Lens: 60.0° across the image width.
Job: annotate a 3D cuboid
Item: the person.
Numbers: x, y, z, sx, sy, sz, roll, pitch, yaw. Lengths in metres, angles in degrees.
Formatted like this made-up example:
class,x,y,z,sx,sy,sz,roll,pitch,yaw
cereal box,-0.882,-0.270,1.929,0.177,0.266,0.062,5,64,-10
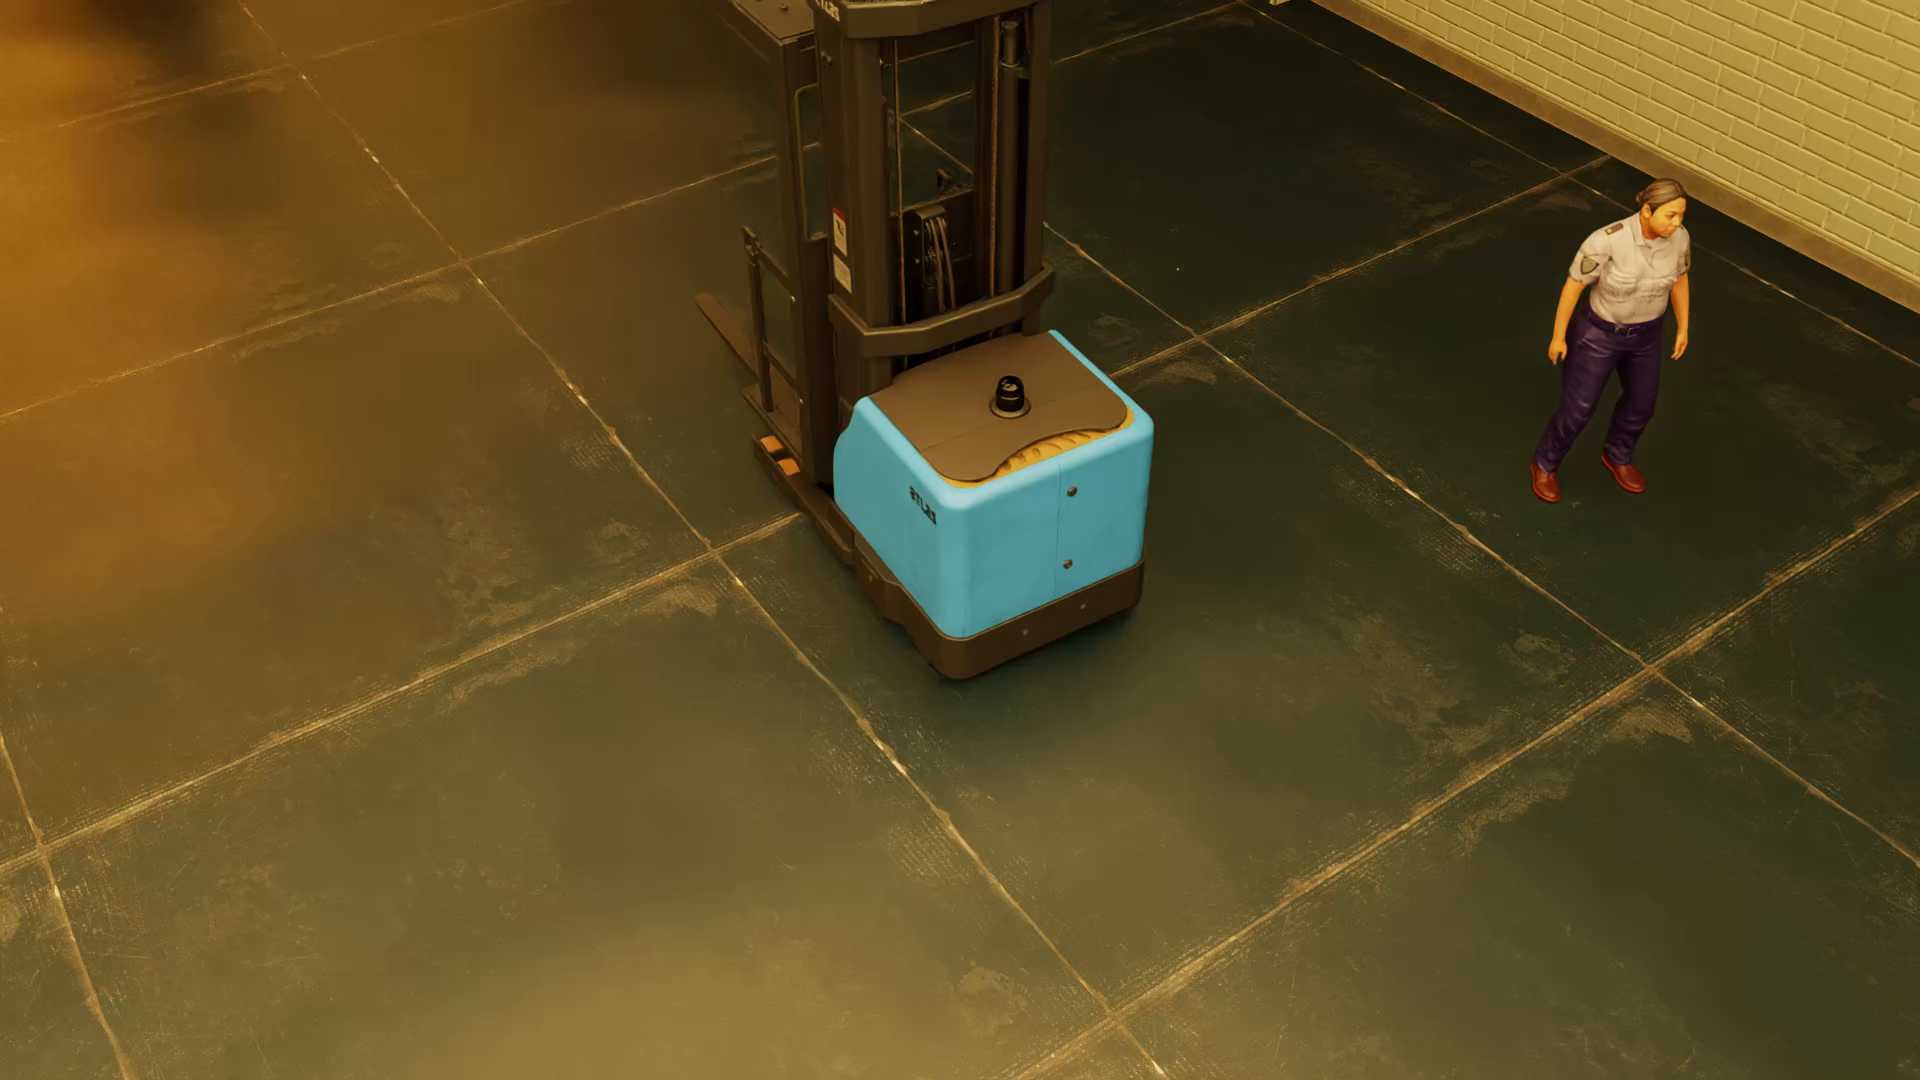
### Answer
class,x,y,z,sx,sy,sz,roll,pitch,yaw
person,3.045,-0.927,7.674,0.636,1.644,0.394,-7,43,-7

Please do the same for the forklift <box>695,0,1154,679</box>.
class,x,y,z,sx,sy,sz,roll,pitch,yaw
forklift,-0.368,-1.464,7.304,1.130,2.935,3.031,-22,47,-22
